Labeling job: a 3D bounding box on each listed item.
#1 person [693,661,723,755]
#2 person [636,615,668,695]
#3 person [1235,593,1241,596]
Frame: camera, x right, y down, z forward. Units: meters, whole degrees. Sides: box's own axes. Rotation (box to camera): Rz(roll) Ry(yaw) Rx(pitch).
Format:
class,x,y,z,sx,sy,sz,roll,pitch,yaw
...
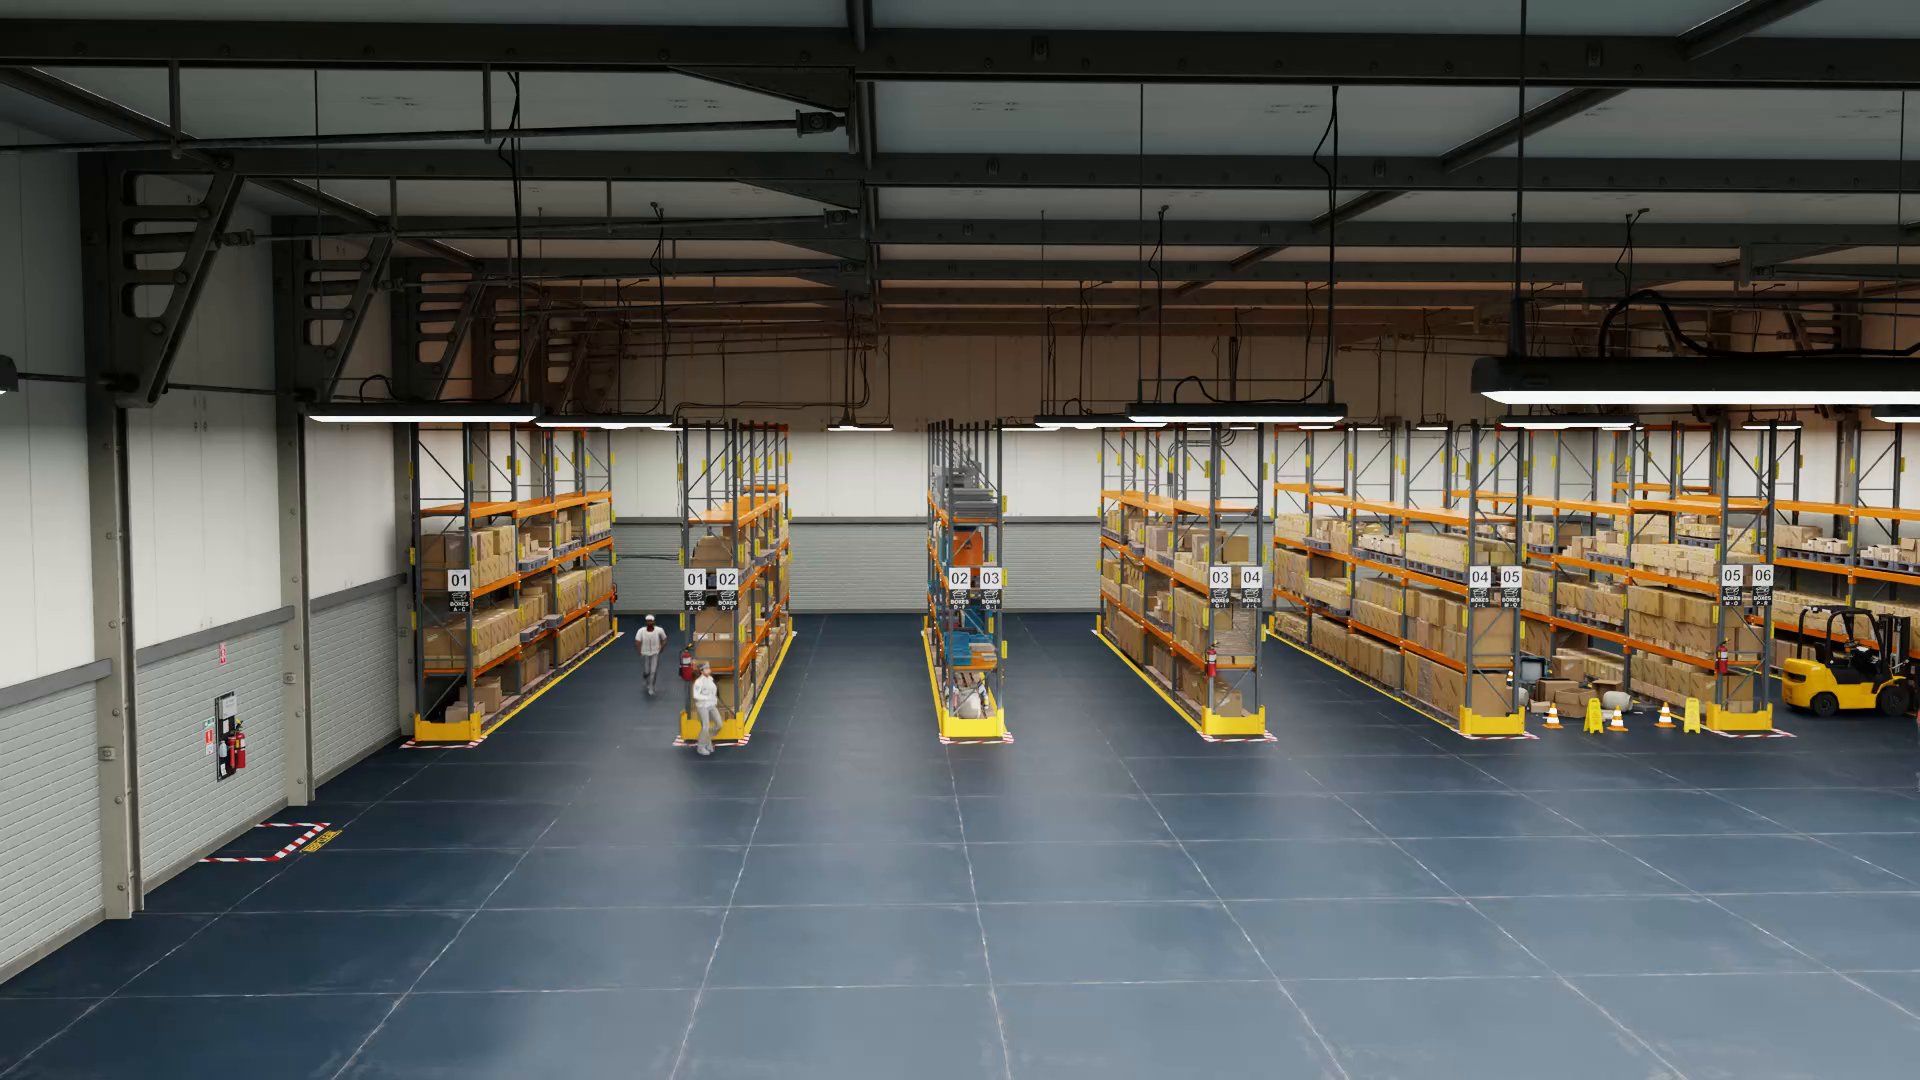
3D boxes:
class,x,y,z,sx,sy,sz,roll,pitch,yaw
person,-4.466,2.994,29.656,0.561,1.691,0.664,2,4,33
person,-6.809,2.515,36.737,0.698,1.741,0.662,0,4,-8
person,7.995,1.806,48.539,0.795,1.648,0.696,-3,5,-42
